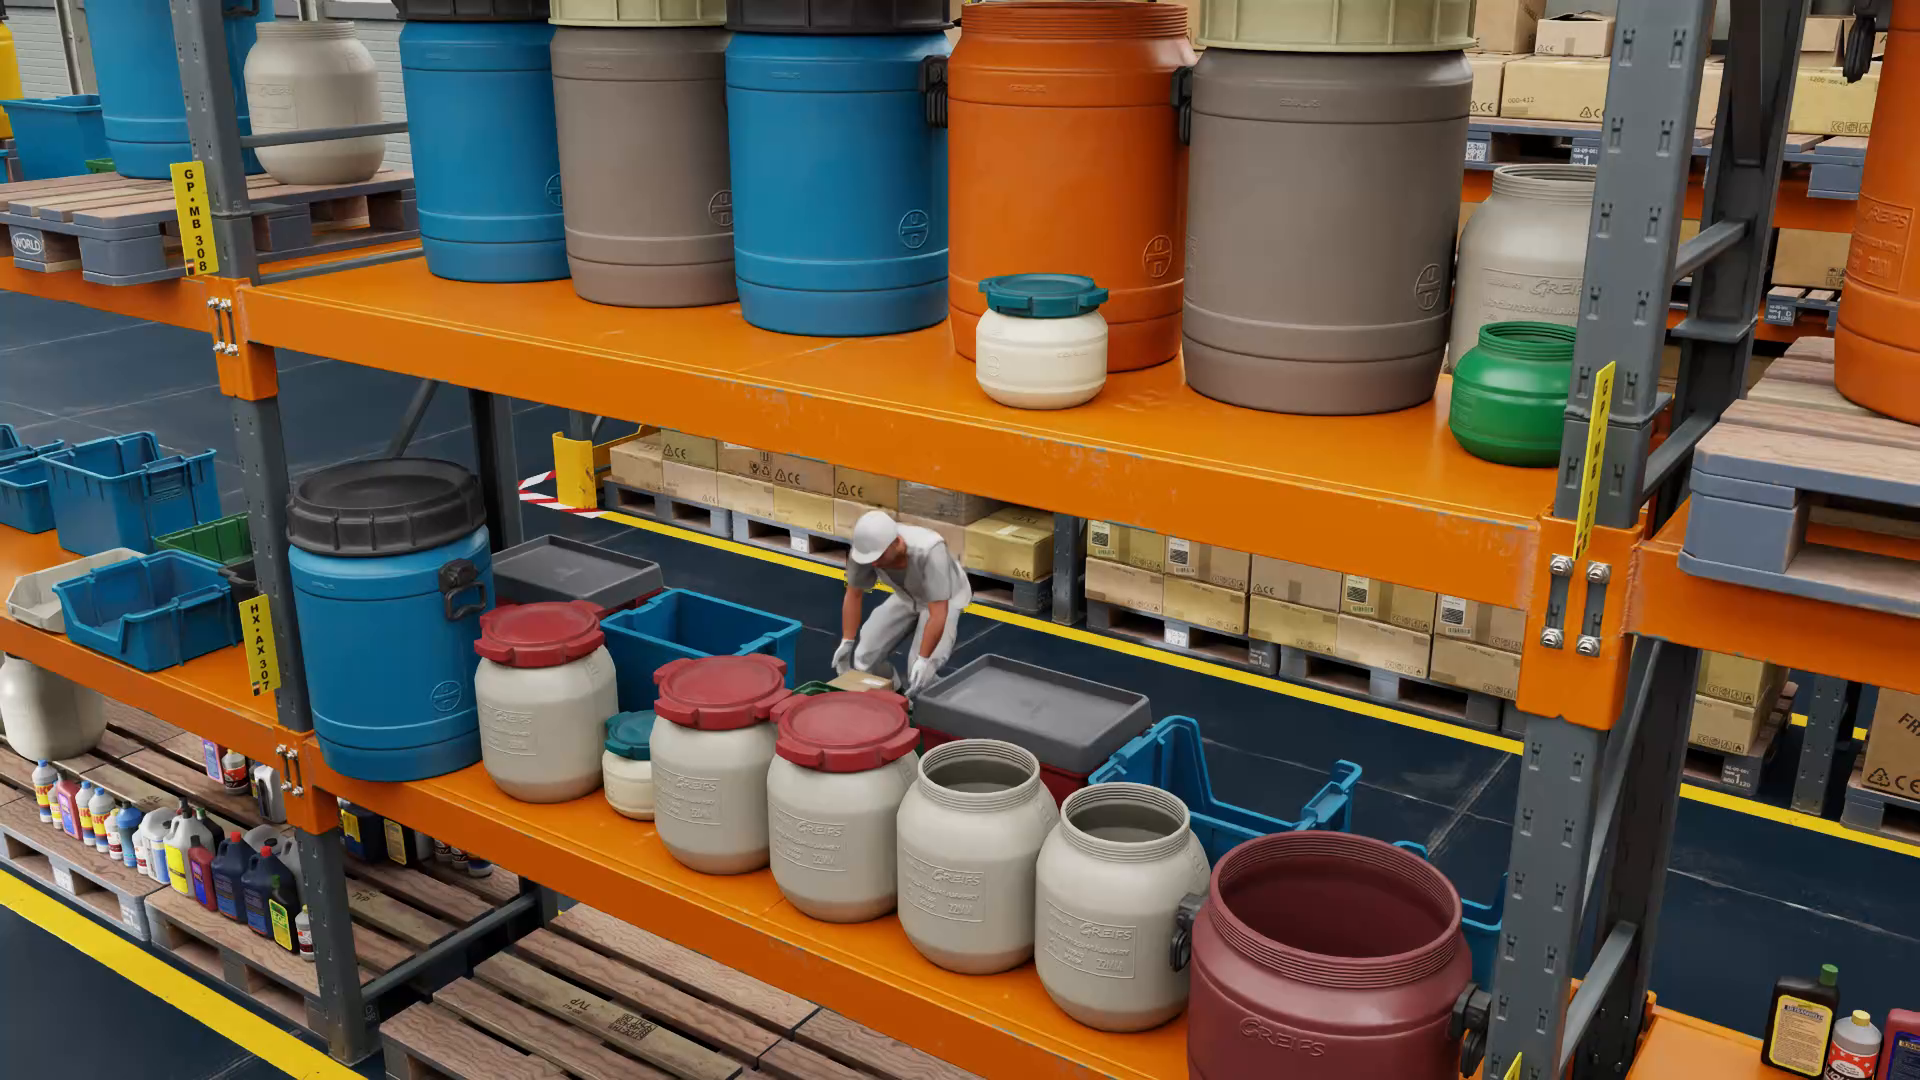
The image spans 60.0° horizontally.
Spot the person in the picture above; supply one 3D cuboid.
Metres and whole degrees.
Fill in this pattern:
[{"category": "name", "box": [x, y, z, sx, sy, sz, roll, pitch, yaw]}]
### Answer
[{"category": "person", "box": [-0.245, 0.401, 8.149, 0.584, 1.295, 0.816, 13, 23, 32]}]
